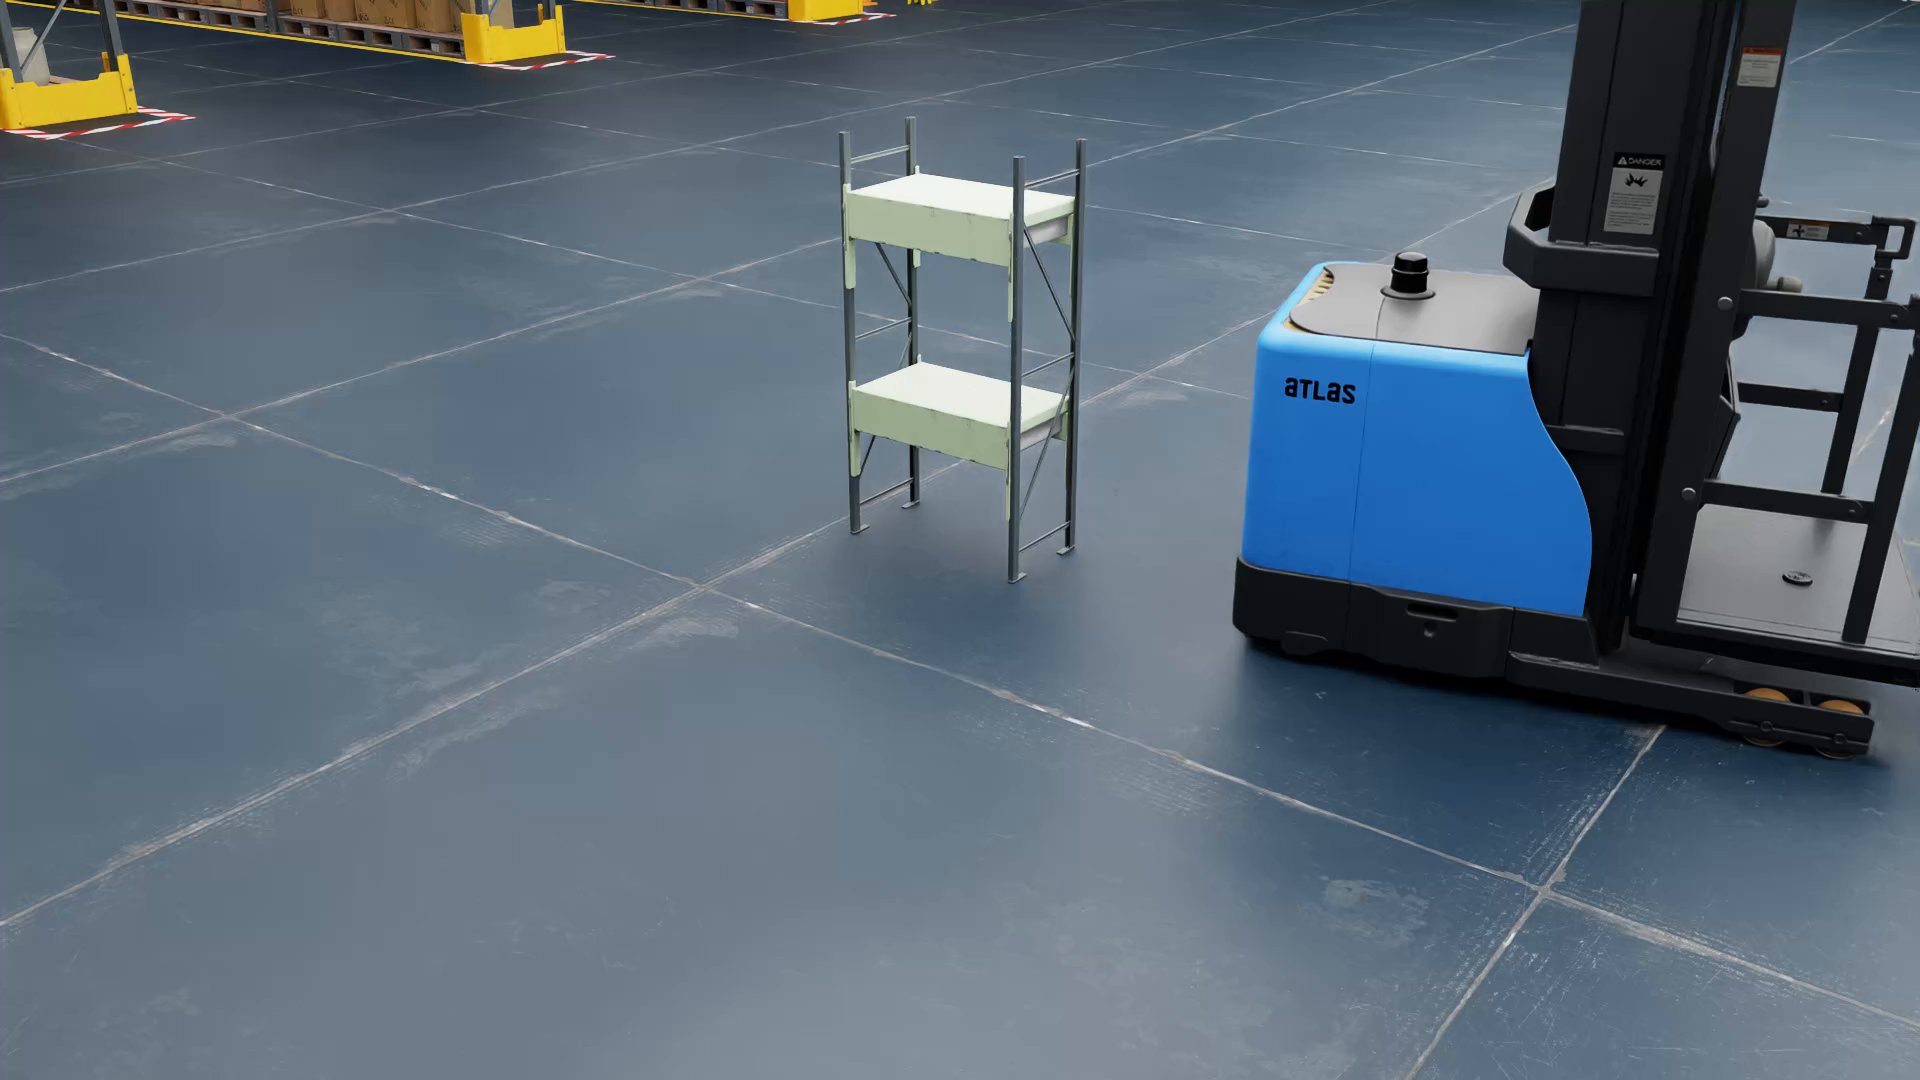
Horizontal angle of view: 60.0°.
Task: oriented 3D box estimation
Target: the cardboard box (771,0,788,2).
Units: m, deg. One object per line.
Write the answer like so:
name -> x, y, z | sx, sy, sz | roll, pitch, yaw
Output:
cardboard box -> -2.363, -7.634, 21.970 | 0.875, 0.875, 0.875 | 17, 29, 34

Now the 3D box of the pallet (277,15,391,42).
pallet -> -7.478, -6.235, 20.140 | 1.213, 0.211, 1.003 | 17, 29, 33

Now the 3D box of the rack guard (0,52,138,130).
rack guard -> -7.896, -3.957, 14.610 | 0.348, 0.500, 1.175 | 17, 29, 33

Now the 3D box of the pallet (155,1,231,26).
pallet -> -9.641, -6.869, 21.578 | 1.213, 0.211, 1.003 | 17, 29, 33

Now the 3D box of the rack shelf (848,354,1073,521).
rack shelf -> 0.005, -0.386, 6.075 | 0.720, 0.370, 0.431 | 17, 29, 33

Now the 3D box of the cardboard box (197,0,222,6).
cardboard box -> -9.333, -7.132, 21.271 | 0.500, 0.500, 0.700 | 14, 27, 29

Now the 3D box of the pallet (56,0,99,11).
pallet -> -11.823, -7.569, 23.166 | 1.213, 0.211, 1.003 | 17, 29, 33

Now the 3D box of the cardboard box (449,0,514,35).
cardboard box -> -5.326, -5.900, 18.500 | 0.500, 0.500, 0.500 | -20, 31, -38

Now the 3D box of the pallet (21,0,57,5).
pallet -> -12.795, -7.864, 23.836 | 1.213, 0.211, 1.003 | 17, 29, 33

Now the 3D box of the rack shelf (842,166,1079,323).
rack shelf -> 0.005, -1.042, 5.787 | 0.720, 0.370, 0.431 | 17, 29, 33

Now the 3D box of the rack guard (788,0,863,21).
rack guard -> -1.761, -7.121, 21.793 | 0.348, 0.500, 1.175 | 17, 29, 33

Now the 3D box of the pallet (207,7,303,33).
pallet -> -8.661, -6.574, 20.909 | 1.213, 0.211, 1.003 | 17, 29, 33

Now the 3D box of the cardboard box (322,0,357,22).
cardboard box -> -7.278, -6.465, 19.783 | 0.500, 0.500, 0.500 | -16, 28, -31

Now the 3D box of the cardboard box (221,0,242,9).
cardboard box -> -8.886, -6.997, 20.964 | 0.500, 0.500, 0.700 | 17, 29, 33

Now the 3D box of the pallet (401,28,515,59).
pallet -> -5.526, -5.645, 18.801 | 1.213, 0.211, 1.003 | 17, 29, 33

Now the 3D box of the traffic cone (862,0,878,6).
traffic cone -> -1.354, -7.697, 23.145 | 0.334, 0.463, 0.336 | 17, 29, 33

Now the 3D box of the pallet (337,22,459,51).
pallet -> -6.498, -5.941, 19.471 | 1.213, 0.211, 1.003 | 17, 29, 33

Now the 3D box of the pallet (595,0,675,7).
pallet -> -4.420, -7.753, 23.585 | 1.213, 0.211, 1.003 | 17, 29, 33

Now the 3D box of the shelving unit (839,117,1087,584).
shelving unit -> 0.005, -0.685, 5.944 | 0.755, 1.500, 0.431 | 17, 29, 33

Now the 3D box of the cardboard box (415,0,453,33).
cardboard box -> -5.825, -6.033, 18.803 | 0.500, 0.500, 0.500 | -17, 29, -34

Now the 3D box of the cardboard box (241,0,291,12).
cardboard box -> -8.515, -6.875, 20.689 | 0.500, 0.500, 0.700 | 14, 28, 29

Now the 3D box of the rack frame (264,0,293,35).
rack frame -> -8.037, -7.663, 19.921 | 0.127, 3.000, 1.000 | 17, 29, 33

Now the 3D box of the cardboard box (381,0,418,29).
cardboard box -> -6.314, -6.191, 19.160 | 0.500, 0.500, 0.500 | 20, 31, 38

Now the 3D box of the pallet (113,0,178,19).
pallet -> -10.613, -7.164, 22.248 | 1.213, 0.211, 1.003 | 17, 29, 33

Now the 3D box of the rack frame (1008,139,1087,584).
rack frame -> 0.298, -0.596, 5.743 | 0.023, 1.500, 0.400 | 17, 29, 33

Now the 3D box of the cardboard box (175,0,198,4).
cardboard box -> -9.780, -7.267, 21.577 | 0.500, 0.500, 0.700 | 20, 31, 38

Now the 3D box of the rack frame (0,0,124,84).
rack frame -> -7.807, -5.097, 14.099 | 0.127, 3.000, 1.000 | 17, 29, 33

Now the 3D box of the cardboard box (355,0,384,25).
cardboard box -> -6.734, -6.340, 19.499 | 0.500, 0.500, 0.500 | 14, 27, 29

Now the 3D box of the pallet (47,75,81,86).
pallet -> -8.542, -4.023, 15.118 | 1.213, 0.211, 1.003 | 17, 29, 33

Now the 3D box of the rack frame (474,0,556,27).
rack frame -> -4.836, -6.695, 17.725 | 0.127, 3.000, 1.000 | 17, 29, 33

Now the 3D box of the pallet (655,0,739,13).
pallet -> -3.439, -7.458, 22.916 | 1.213, 0.211, 1.003 | 17, 29, 33

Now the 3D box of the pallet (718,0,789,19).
pallet -> -2.467, -7.163, 22.246 | 1.213, 0.211, 1.003 | 17, 29, 33

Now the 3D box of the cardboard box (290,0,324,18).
cardboard box -> -7.741, -6.601, 20.091 | 0.500, 0.500, 0.500 | 16, 28, 32

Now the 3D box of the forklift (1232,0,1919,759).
forklift -> 2.463, -0.950, 4.771 | 3.031, 2.935, 1.130 | 9, 25, 20

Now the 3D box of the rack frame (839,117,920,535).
rack frame -> -0.288, -0.773, 6.145 | 0.023, 1.500, 0.400 | 17, 29, 33

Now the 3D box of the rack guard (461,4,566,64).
rack guard -> -4.897, -5.570, 18.271 | 0.348, 0.500, 1.175 | 17, 29, 33

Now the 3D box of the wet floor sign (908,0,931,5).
wet floor sign -> -0.570, -7.826, 23.211 | 0.232, 0.644, 0.267 | 12, 26, 24

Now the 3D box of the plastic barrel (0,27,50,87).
plastic barrel -> -8.379, -4.285, 14.821 | 0.421, 0.512, 0.421 | 0, 24, 0
